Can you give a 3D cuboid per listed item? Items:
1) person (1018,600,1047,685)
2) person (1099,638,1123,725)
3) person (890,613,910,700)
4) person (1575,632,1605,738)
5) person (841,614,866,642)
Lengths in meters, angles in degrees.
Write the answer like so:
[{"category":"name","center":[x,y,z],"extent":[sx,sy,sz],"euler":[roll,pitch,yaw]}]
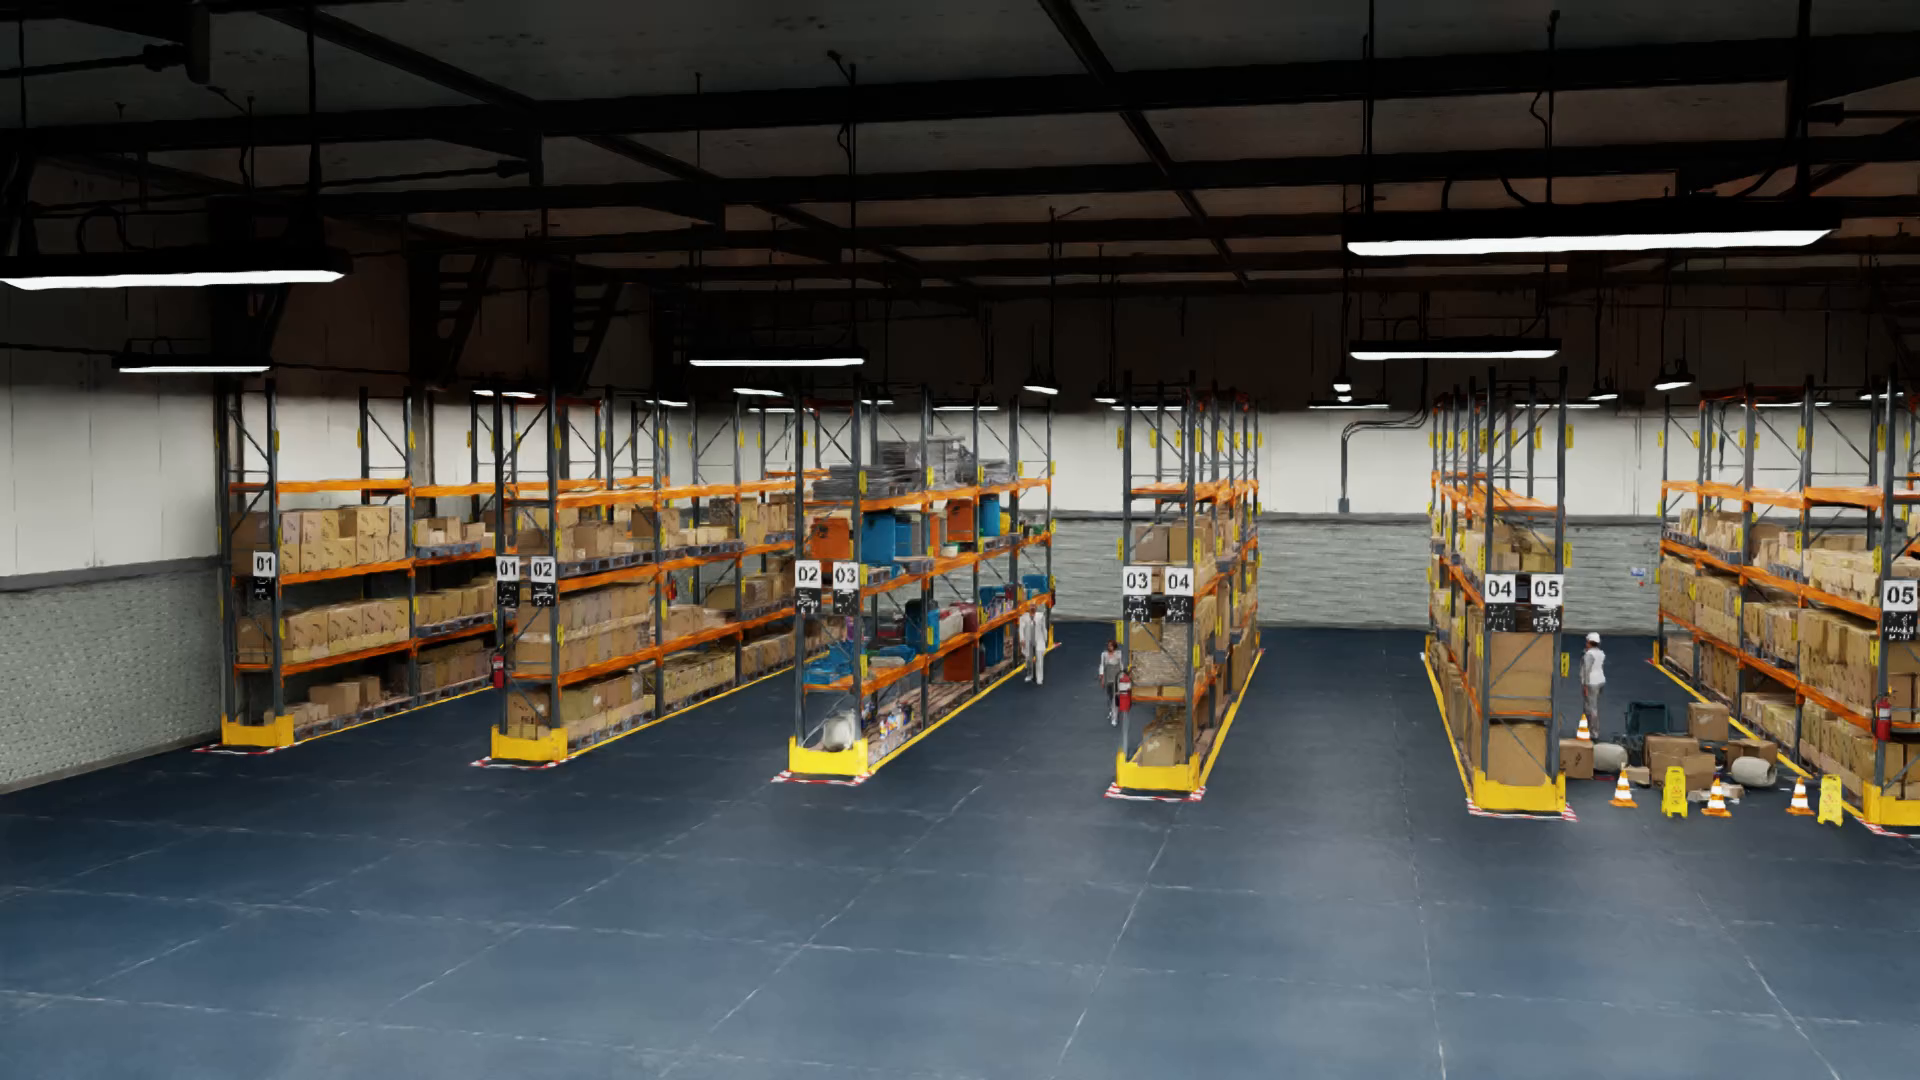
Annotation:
[{"category":"person","center":[1.481,2.085,34.051],"extent":[0.580,1.715,1.102],"euler":[0,3,5]},{"category":"person","center":[2.670,2.471,29.338],"extent":[0.417,1.513,1.036],"euler":[1,4,16]},{"category":"person","center":[-1.149,2.252,31.998],"extent":[0.438,1.671,0.590],"euler":[0,3,4]},{"category":"person","center":[10.584,2.423,27.990],"extent":[0.499,1.774,0.578],"euler":[3,5,44]},{"category":"person","center":[-2.265,2.118,35.355],"extent":[0.566,1.541,0.519],"euler":[1,3,10]}]
